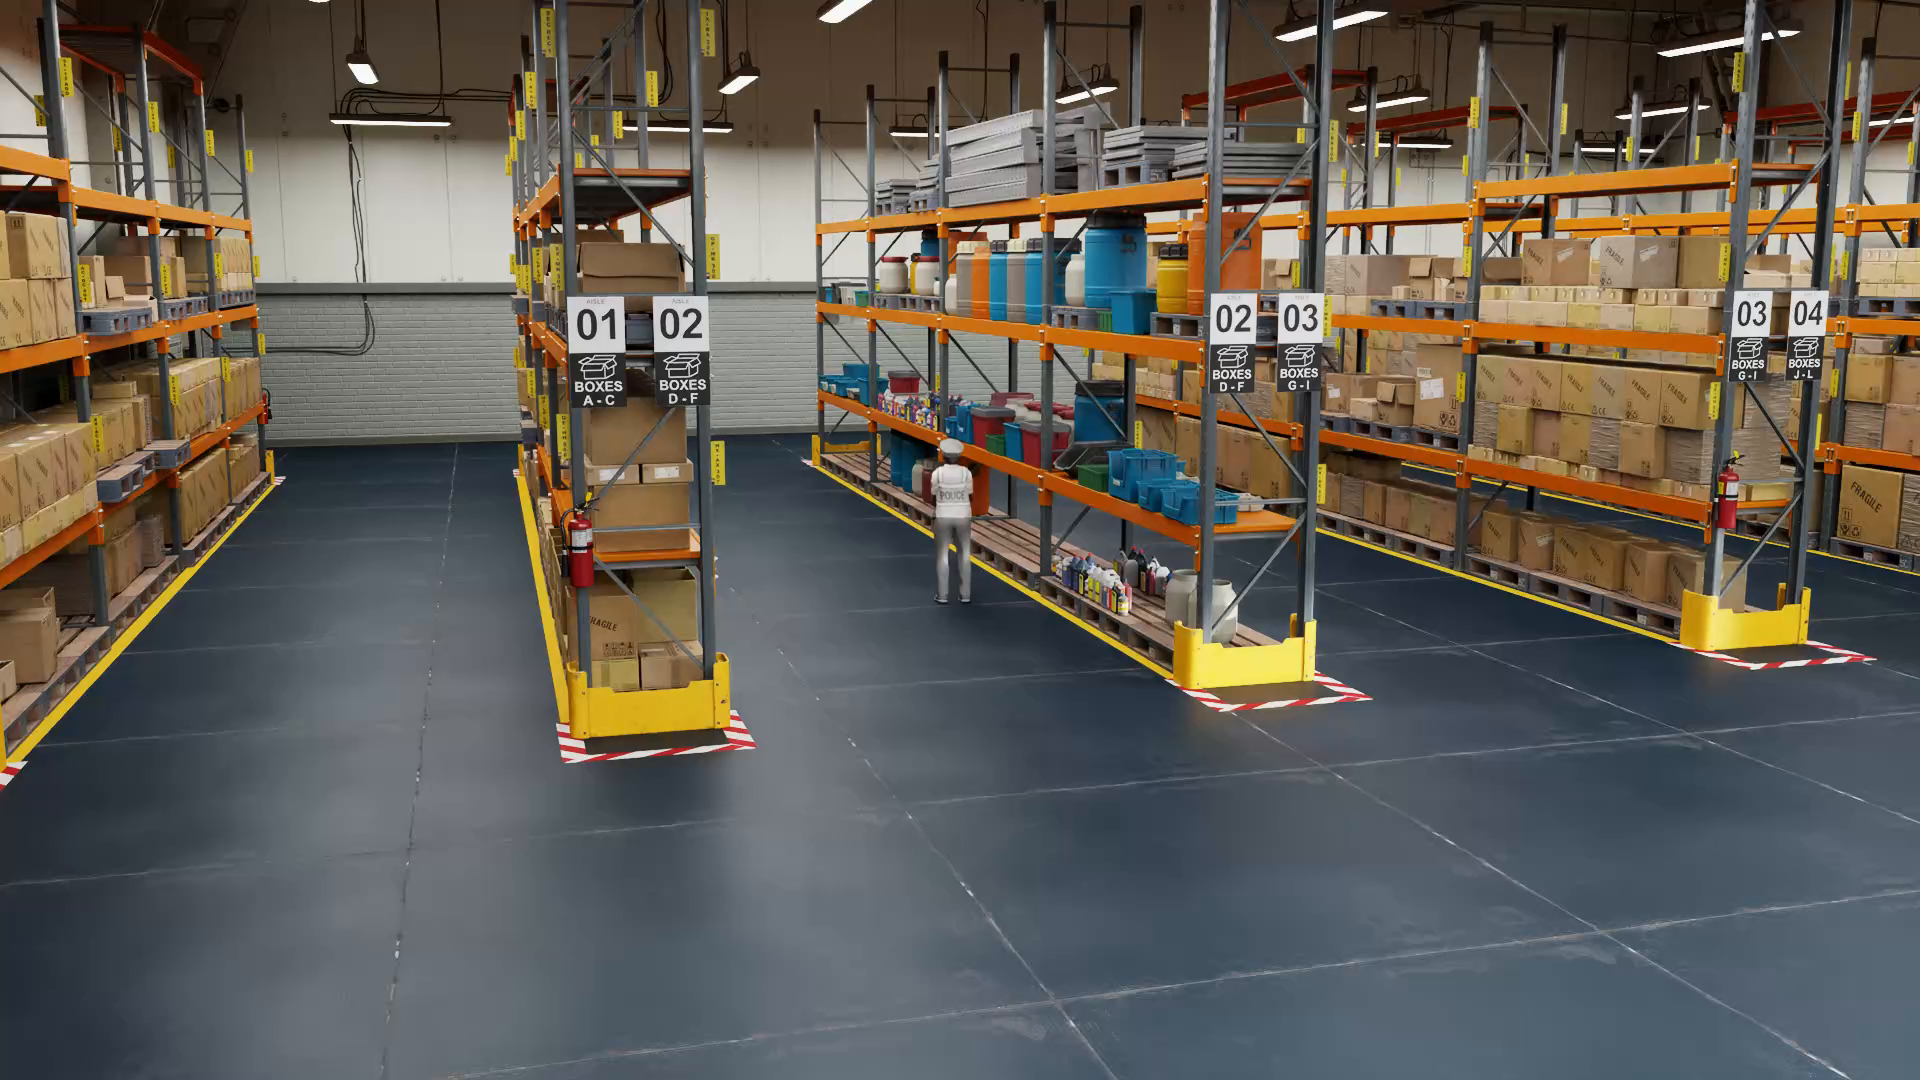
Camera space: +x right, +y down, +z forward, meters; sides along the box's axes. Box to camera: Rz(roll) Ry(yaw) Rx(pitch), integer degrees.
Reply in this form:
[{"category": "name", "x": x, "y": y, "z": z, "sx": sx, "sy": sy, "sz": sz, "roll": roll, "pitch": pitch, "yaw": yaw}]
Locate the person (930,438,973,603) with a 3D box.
[{"category": "person", "x": -0.089, "y": -0.209, "z": 17.052, "sx": 0.450, "sy": 1.690, "sz": 0.532, "roll": -1, "pitch": 9, "yaw": -8}]
